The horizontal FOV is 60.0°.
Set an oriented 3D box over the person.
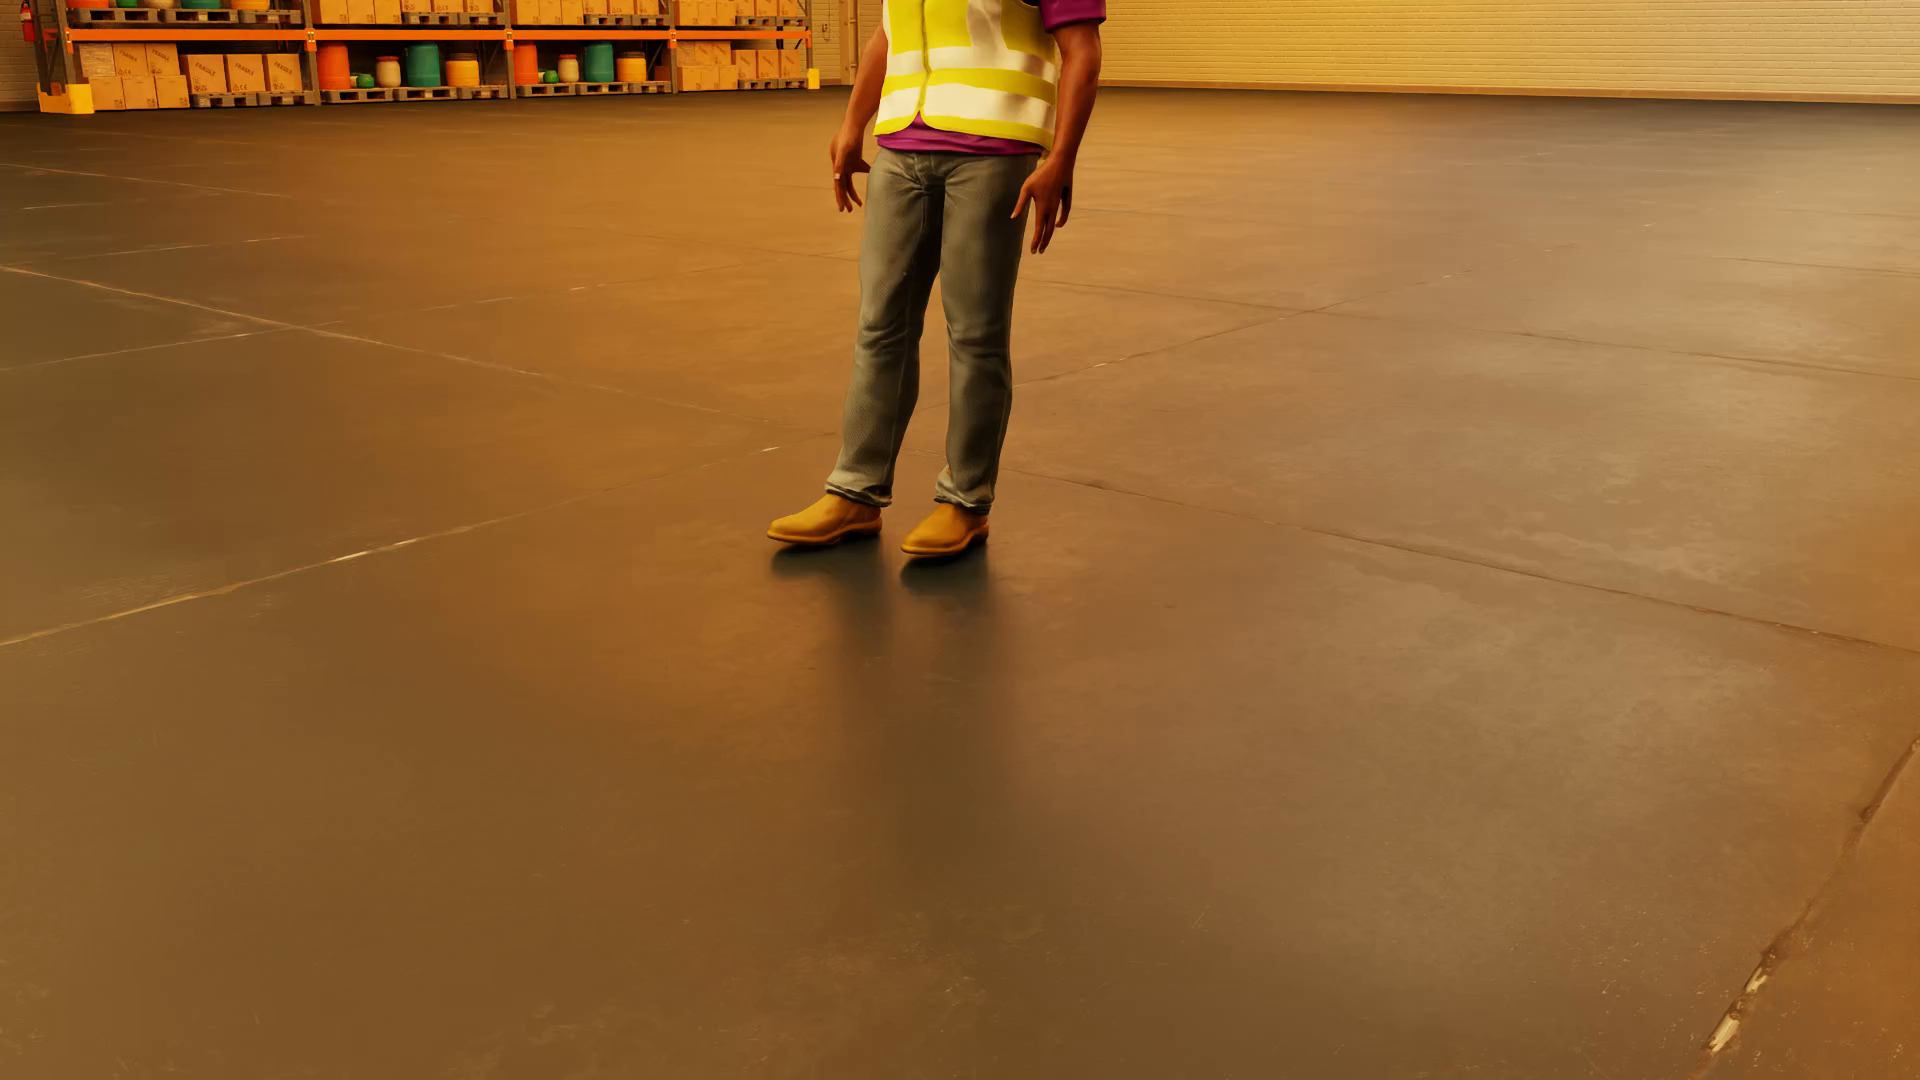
[{"bbox_3d":[-0.049,-0.838,3.636,0.665,1.765,0.577,13,21,37],"label":"person"}]
